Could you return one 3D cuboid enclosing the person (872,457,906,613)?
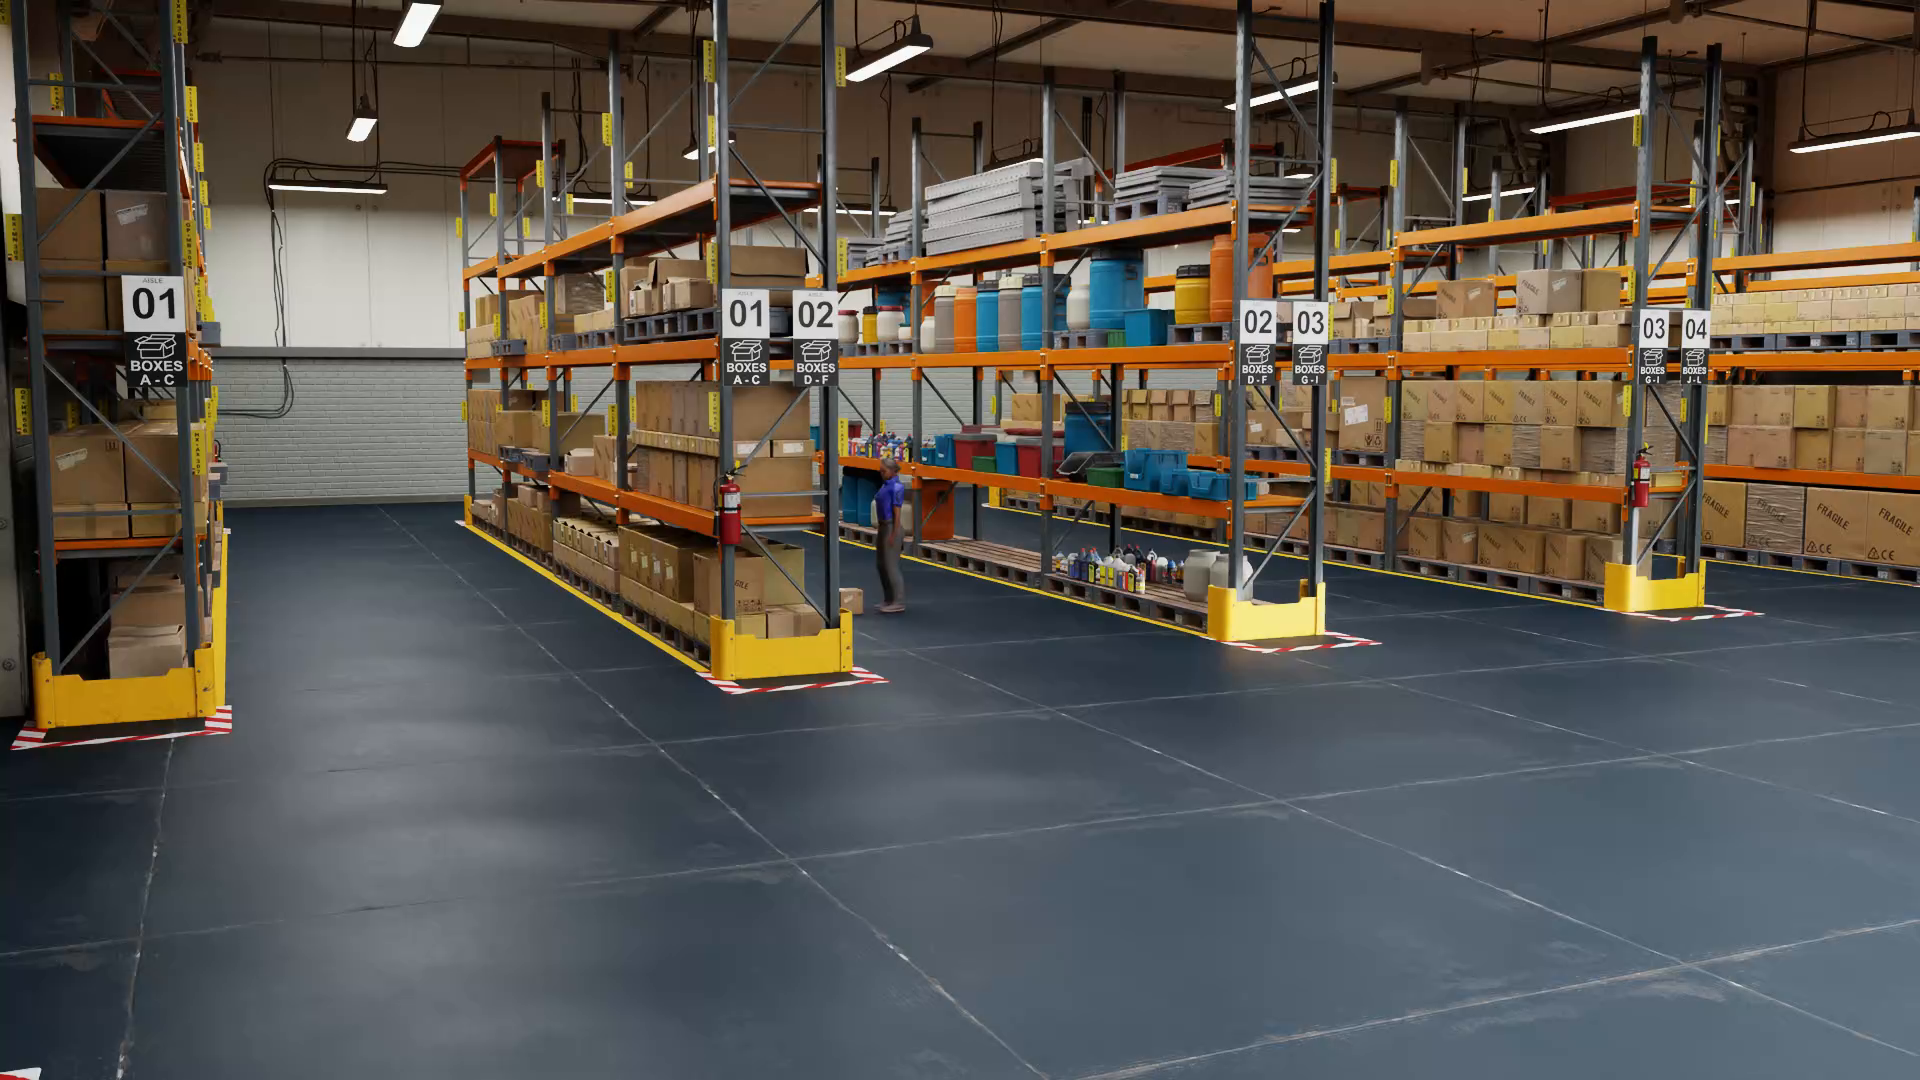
[{"bbox_3d":[-0.748,-0.058,17.701,0.306,1.655,0.439,-2,6,-23],"label":"person"}]
